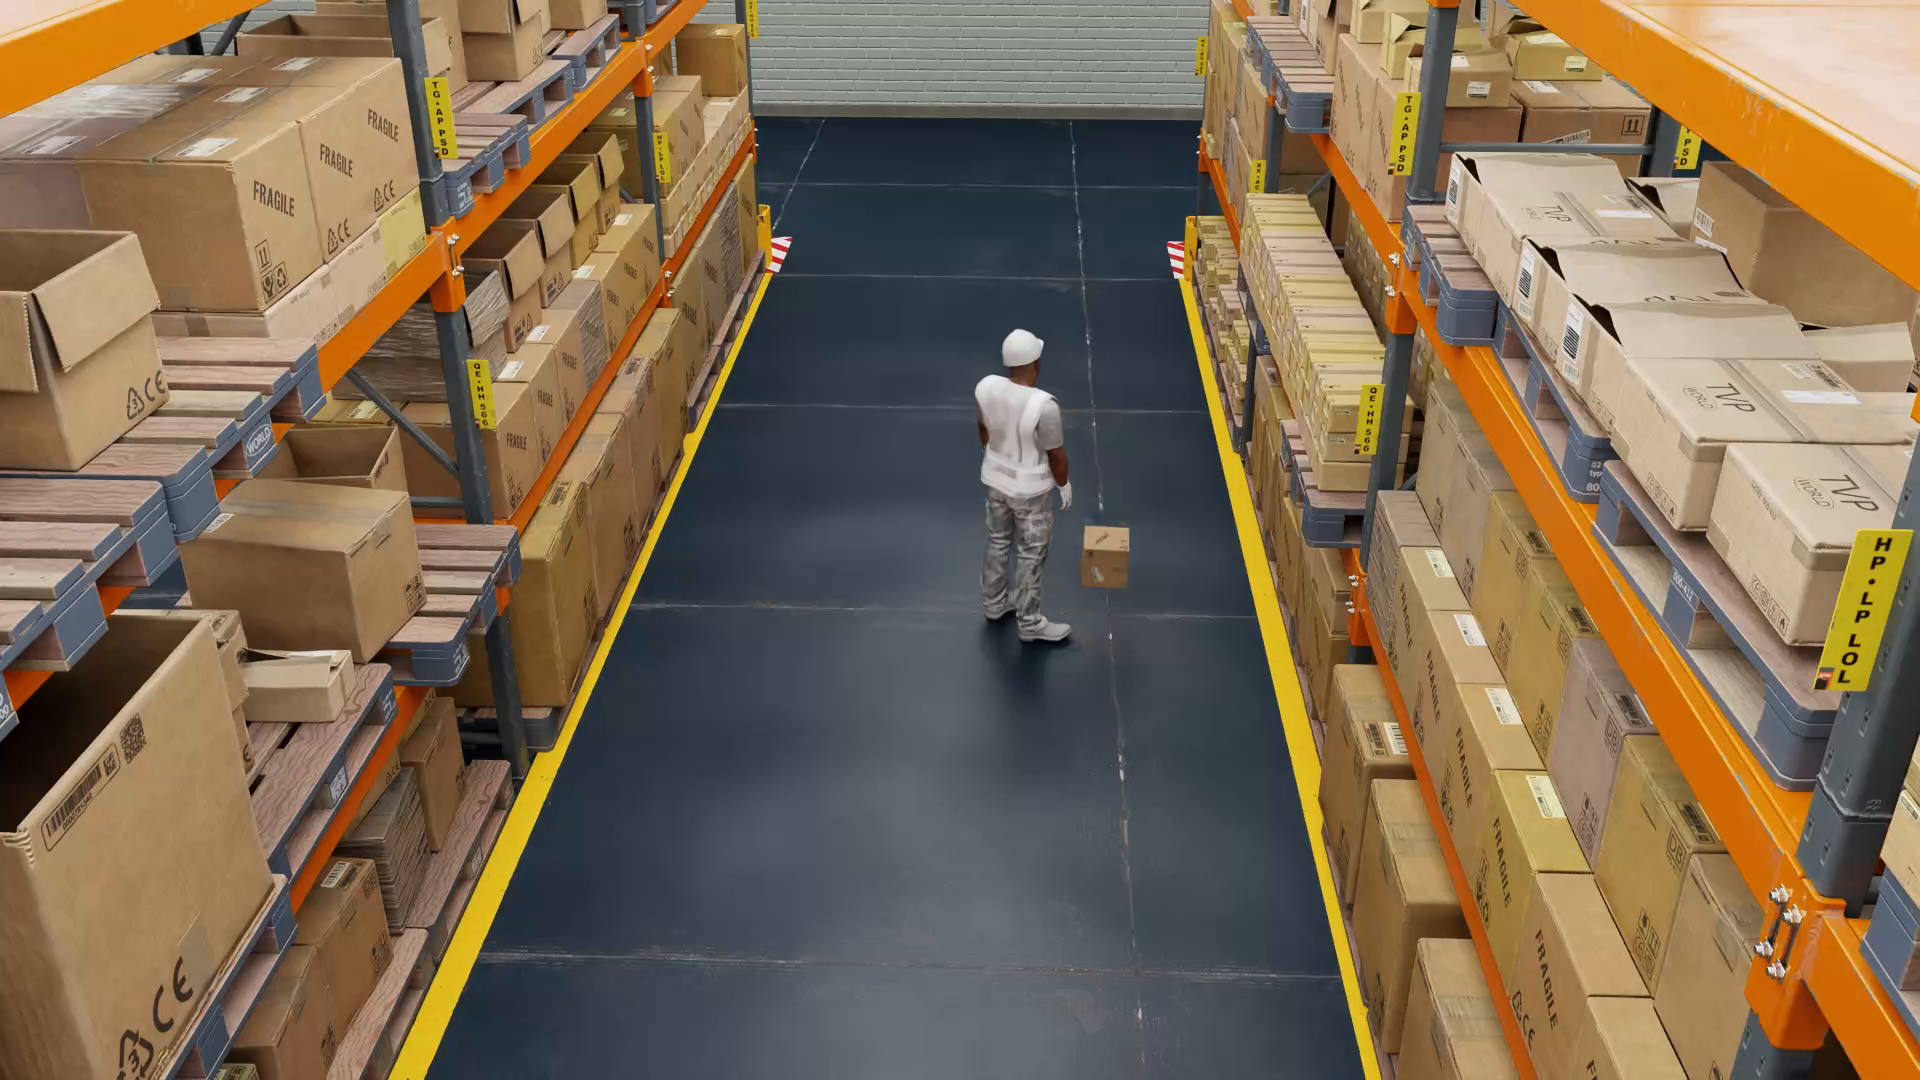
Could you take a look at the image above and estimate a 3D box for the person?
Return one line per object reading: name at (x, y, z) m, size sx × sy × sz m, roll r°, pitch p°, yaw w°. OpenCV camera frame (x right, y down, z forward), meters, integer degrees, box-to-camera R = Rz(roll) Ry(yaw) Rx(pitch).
person at (0.337, -0.319, 9.144) m, size 0.637 × 1.794 × 0.395 m, roll 24°, pitch 36°, yaw 37°
